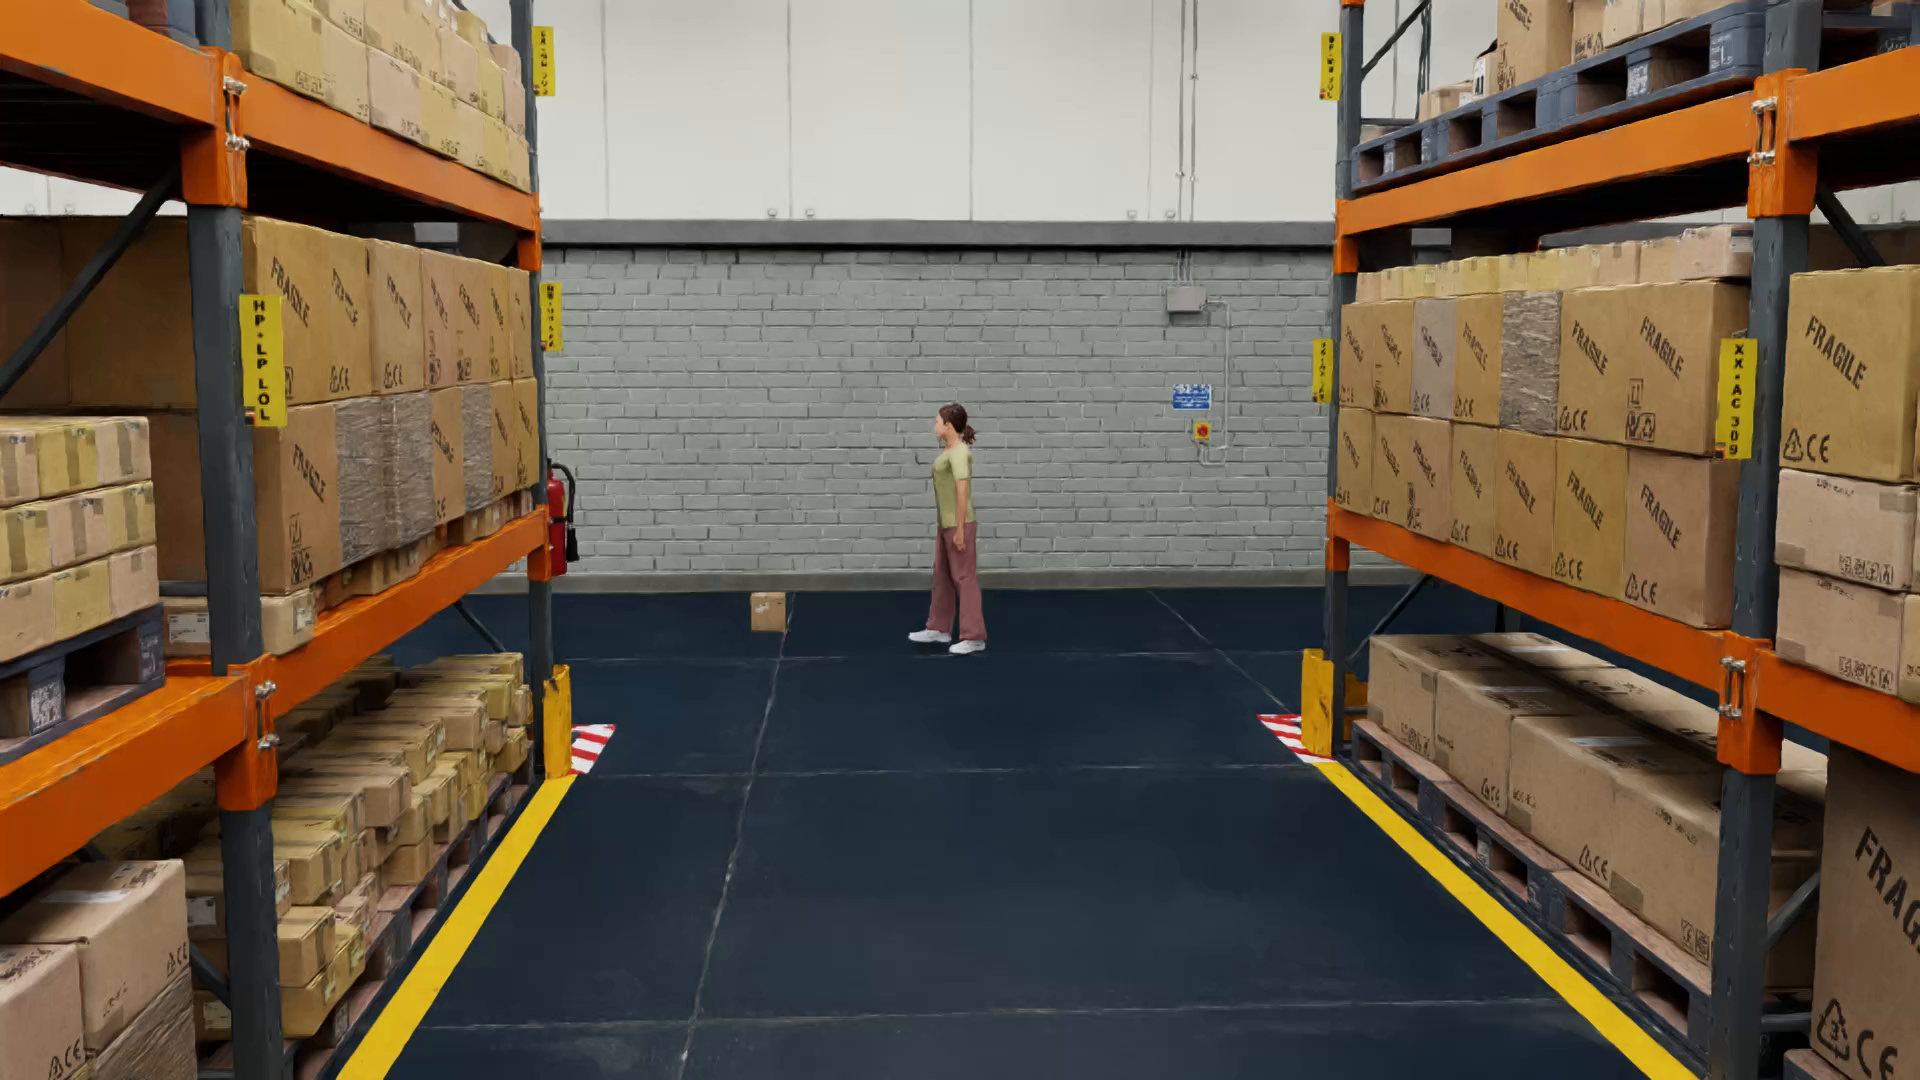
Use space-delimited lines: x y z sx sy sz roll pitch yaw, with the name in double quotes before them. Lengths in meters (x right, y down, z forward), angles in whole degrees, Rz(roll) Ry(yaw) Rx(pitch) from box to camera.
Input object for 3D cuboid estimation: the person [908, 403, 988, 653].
"person" -0.085 -0.093 11.305 0.517 1.673 0.621 -1 7 -7
